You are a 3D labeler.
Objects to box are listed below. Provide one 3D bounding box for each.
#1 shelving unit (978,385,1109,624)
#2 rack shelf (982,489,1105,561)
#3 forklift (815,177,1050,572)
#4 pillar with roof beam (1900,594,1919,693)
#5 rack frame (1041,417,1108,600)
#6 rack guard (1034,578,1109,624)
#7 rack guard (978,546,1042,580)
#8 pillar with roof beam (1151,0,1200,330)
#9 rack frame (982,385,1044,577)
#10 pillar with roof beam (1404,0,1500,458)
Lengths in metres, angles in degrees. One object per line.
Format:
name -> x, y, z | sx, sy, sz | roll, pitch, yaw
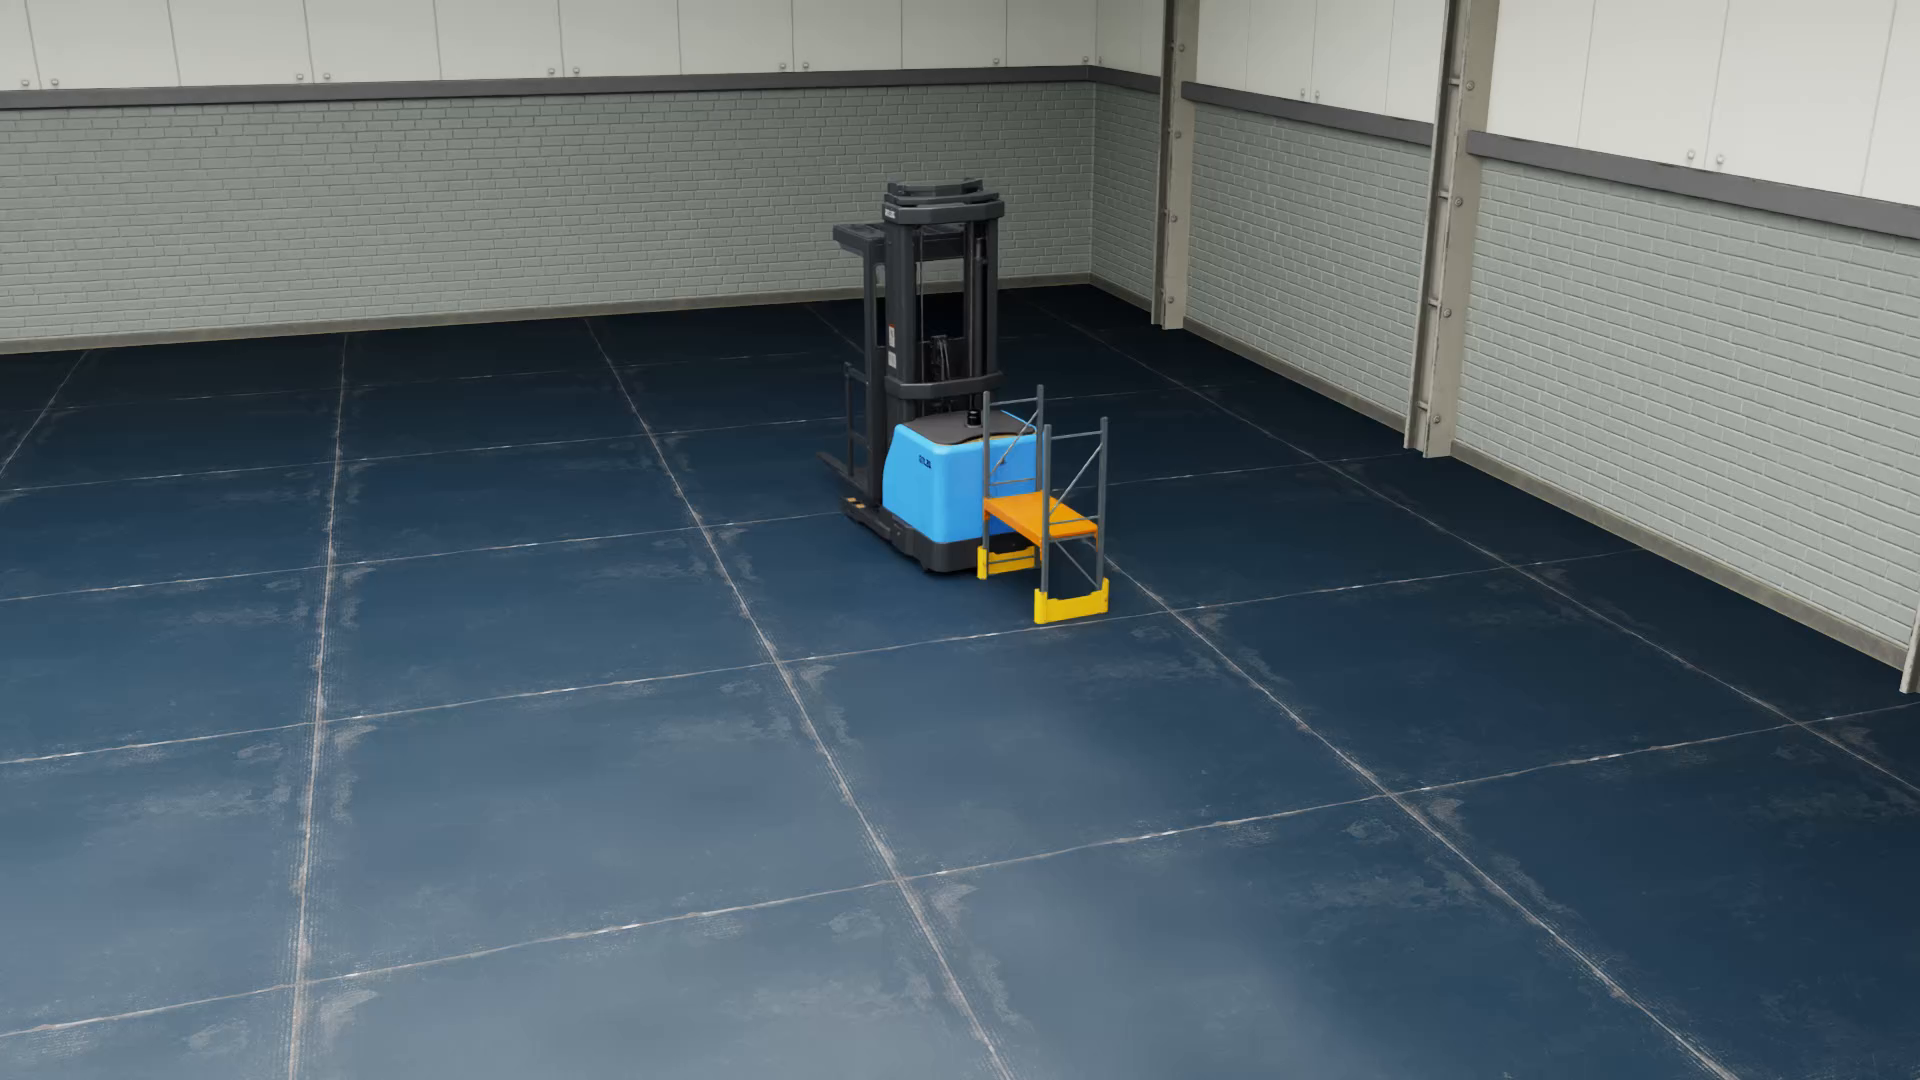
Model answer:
shelving unit -> 0.623, -0.292, 12.512 | 0.587, 1.500, 1.083 | -9, 21, -23
rack shelf -> 0.619, -0.126, 12.580 | 0.538, 0.185, 1.000 | -9, 21, -23
forklift -> -0.382, -1.585, 13.993 | 1.130, 2.935, 3.031 | -10, 22, -25
pillar with roof beam -> 2.400, -2.727, 8.196 | 9.100, 9.000, 0.400 | -6, 21, -17
rack frame -> 0.827, -0.138, 12.083 | 0.500, 1.500, 0.032 | -9, 21, -23
rack guard -> 0.827, 0.449, 12.295 | 0.587, 0.250, 0.087 | -9, 21, -23
rack guard -> 0.418, 0.142, 13.150 | 0.587, 0.250, 0.087 | -9, 21, -23
pillar with roof beam -> -1.372, -6.578, 18.917 | 9.100, 9.000, 0.400 | -6, 21, -17
rack frame -> 0.410, -0.452, 12.956 | 0.500, 1.500, 0.032 | -9, 21, -23
pillar with roof beam -> 0.514, -4.652, 13.557 | 9.100, 9.000, 0.400 | -6, 21, -17
